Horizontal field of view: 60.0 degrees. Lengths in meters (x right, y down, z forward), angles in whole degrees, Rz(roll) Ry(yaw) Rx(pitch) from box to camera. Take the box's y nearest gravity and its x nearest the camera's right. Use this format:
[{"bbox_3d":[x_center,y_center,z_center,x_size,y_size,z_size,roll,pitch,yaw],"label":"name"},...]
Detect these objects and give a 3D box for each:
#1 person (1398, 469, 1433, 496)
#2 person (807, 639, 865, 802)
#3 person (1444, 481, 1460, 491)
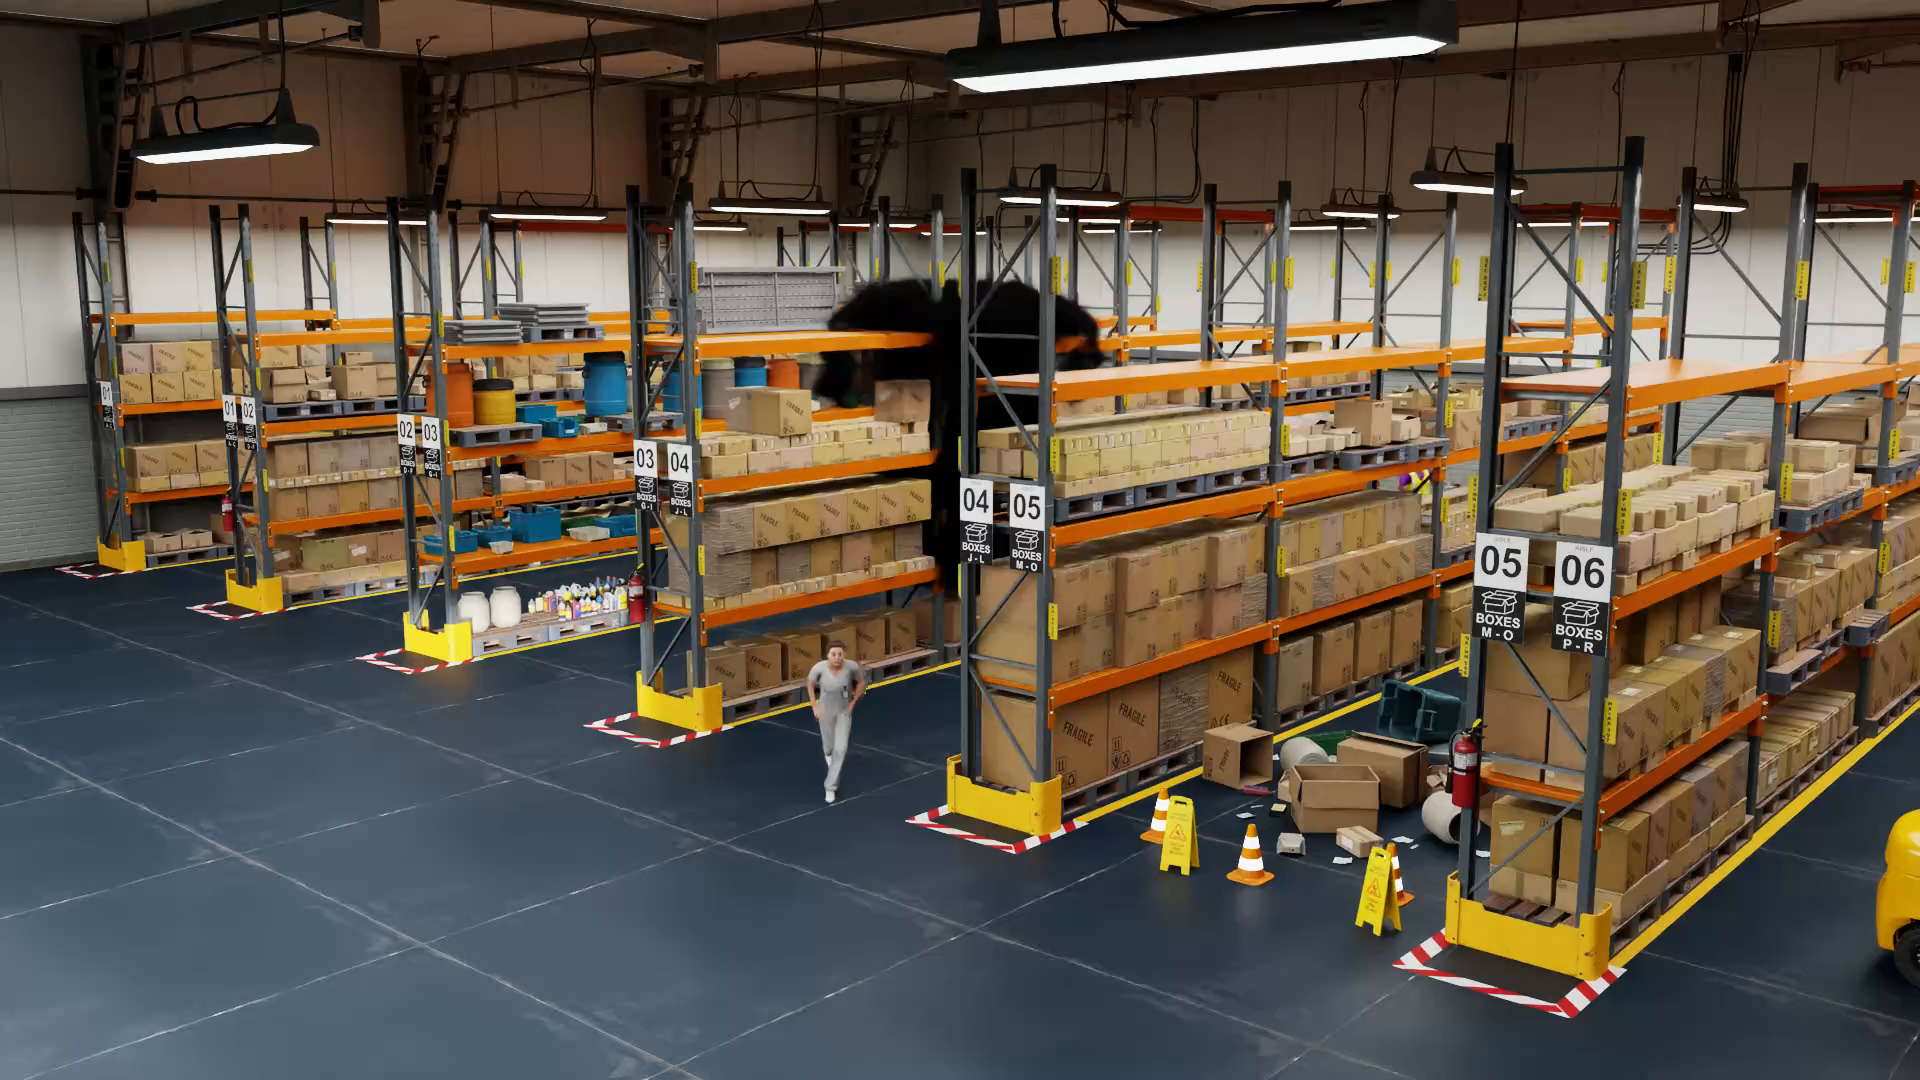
[{"bbox_3d":[8.406,-0.736,30.525,0.747,1.717,0.723,-2,10,-9],"label":"person"},{"bbox_3d":[-1.226,1.706,16.366,0.563,1.619,0.838,-2,10,-11],"label":"person"},{"bbox_3d":[7.827,-0.079,26.463,0.651,1.760,0.893,7,12,37],"label":"person"}]
